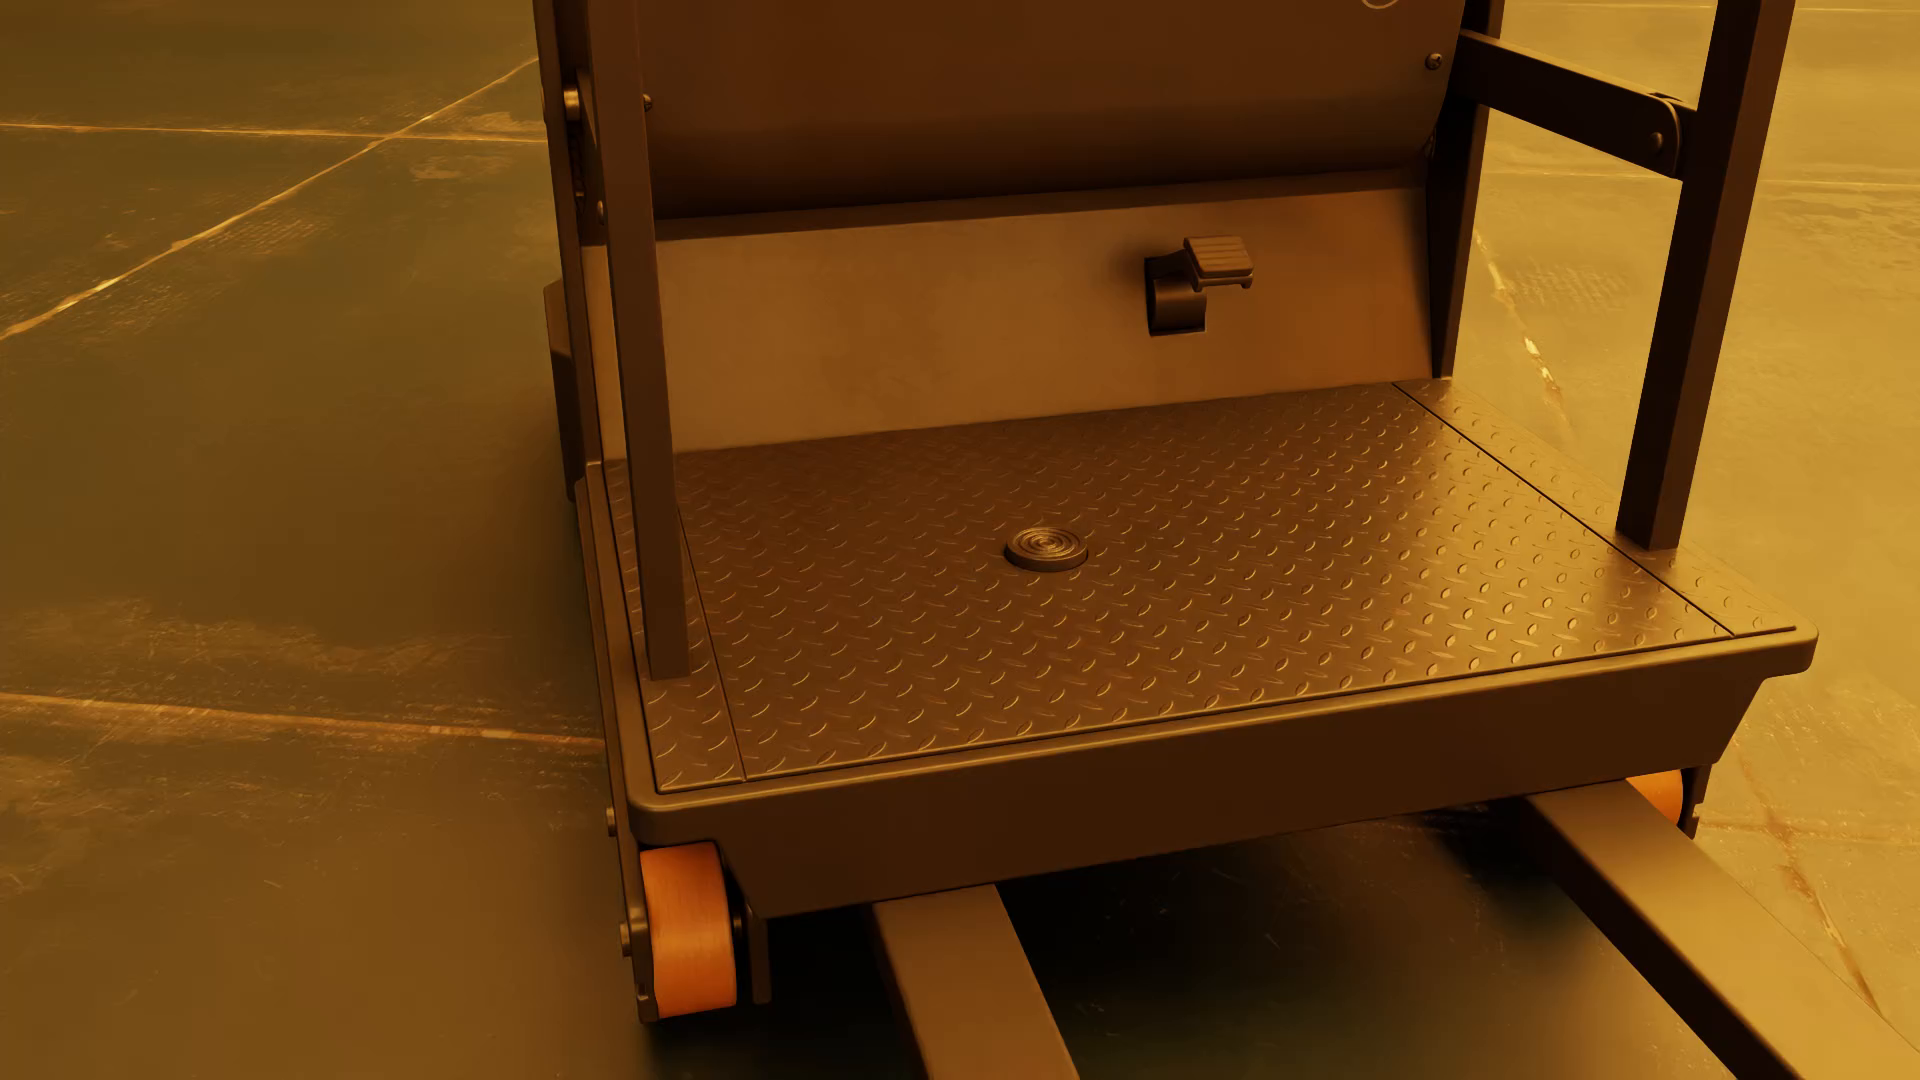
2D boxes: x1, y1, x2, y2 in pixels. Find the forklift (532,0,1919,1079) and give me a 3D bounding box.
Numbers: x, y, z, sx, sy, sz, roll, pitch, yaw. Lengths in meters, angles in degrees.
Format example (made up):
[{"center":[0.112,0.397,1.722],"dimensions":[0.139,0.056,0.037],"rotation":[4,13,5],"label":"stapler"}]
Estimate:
[{"center":[0.153,-1.049,1.319],"dimensions":[1.130,2.935,3.031],"rotation":[-7,27,-13],"label":"forklift"}]
